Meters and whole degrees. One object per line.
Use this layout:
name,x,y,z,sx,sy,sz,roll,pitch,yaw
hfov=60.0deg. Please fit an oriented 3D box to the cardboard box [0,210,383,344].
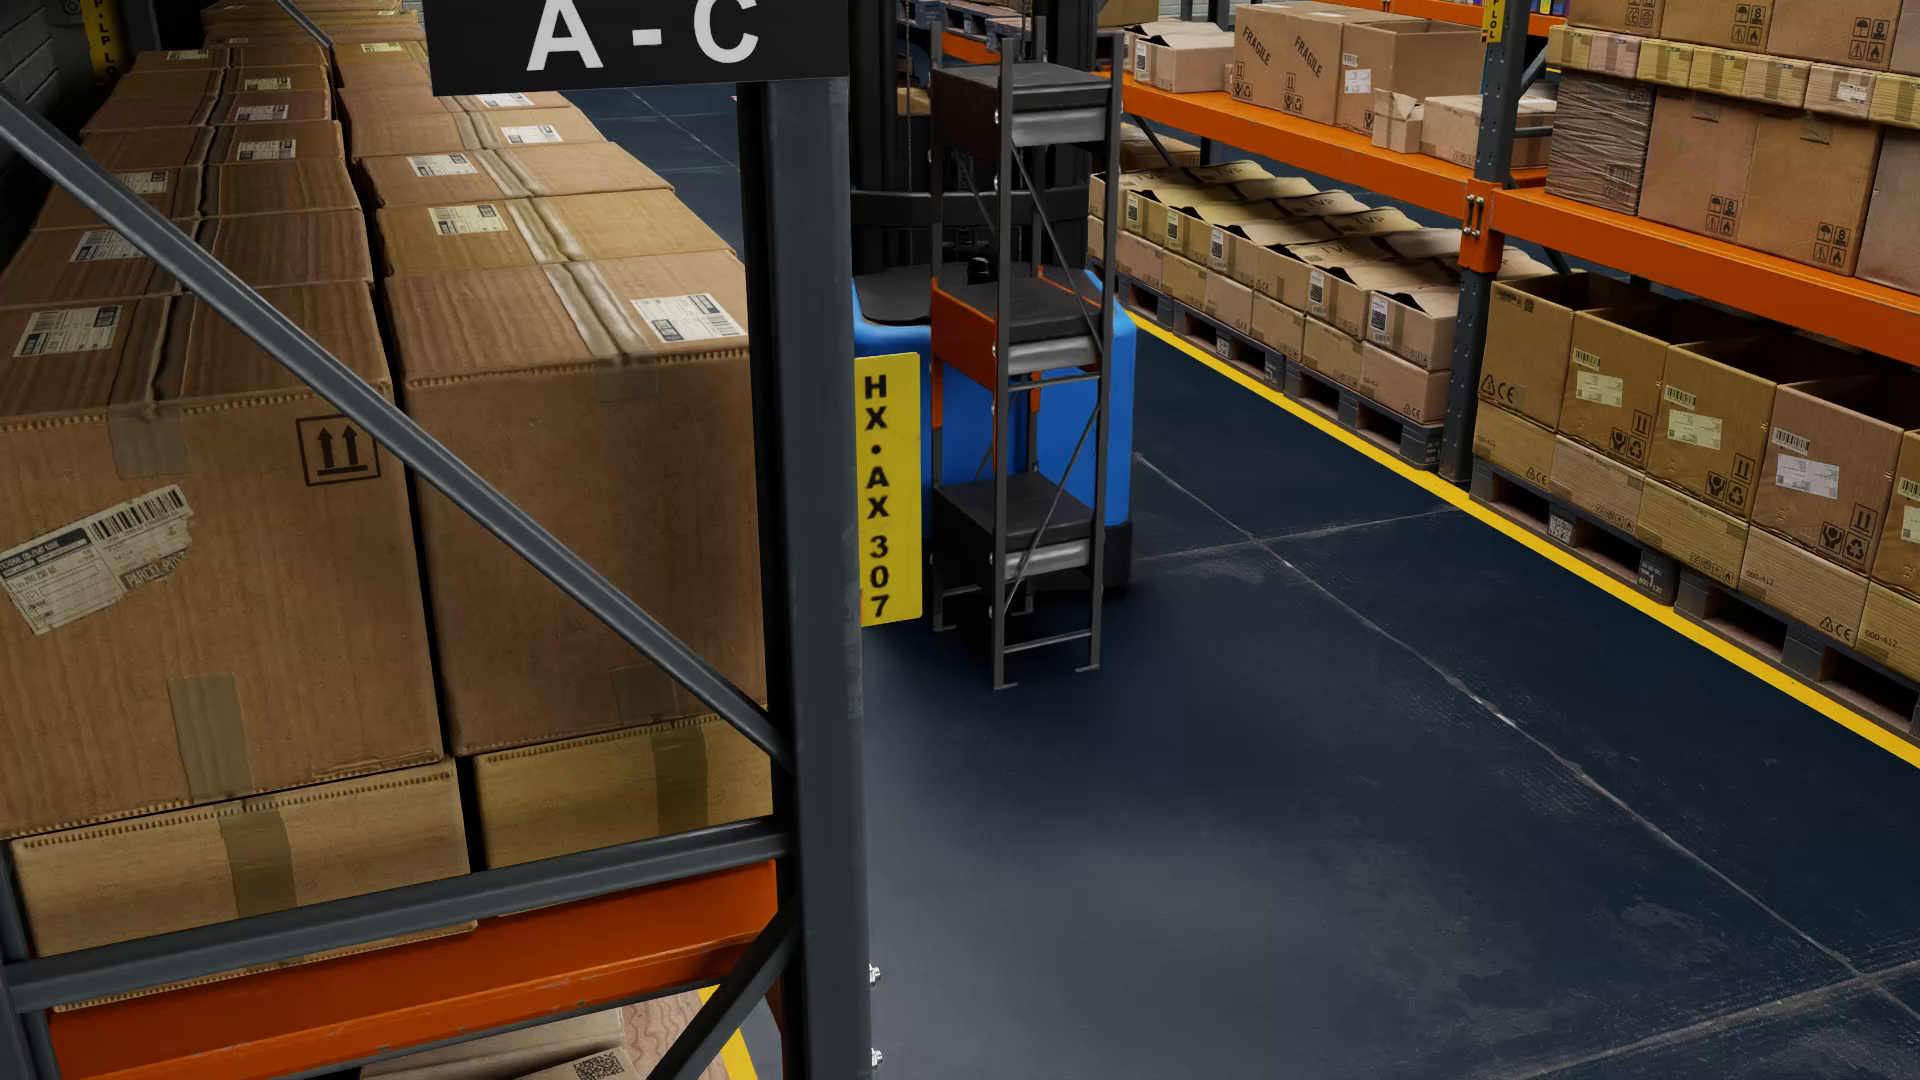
cardboard box,-1.134,-0.191,2.543,0.500,0.500,0.500,-8,24,-18

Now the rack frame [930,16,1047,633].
rack frame,0.087,-0.667,5.619,0.400,2.100,0.015,-10,25,-23

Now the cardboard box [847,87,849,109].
cardboard box,-0.938,-4.024,15.332,0.500,0.311,0.500,-8,24,-19

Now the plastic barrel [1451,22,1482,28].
plastic barrel,4.605,-4.325,15.310,0.600,0.901,0.708,-8,24,-19

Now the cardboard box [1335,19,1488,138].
cardboard box,2.178,-2.232,8.055,0.500,0.500,0.500,-7,24,-15

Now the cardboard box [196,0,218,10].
cardboard box,-3.840,-2.814,9.026,0.500,0.500,0.500,-8,24,-19

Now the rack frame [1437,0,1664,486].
rack frame,2.620,-1.713,6.953,1.000,3.000,0.127,-8,24,-19

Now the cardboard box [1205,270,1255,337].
cardboard box,1.666,-1.306,8.985,0.500,0.250,0.500,-8,24,-18

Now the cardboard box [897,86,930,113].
cardboard box,-0.263,-3.462,13.753,0.500,0.500,0.500,-9,25,-21

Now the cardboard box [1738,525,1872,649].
cardboard box,3.026,0.116,5.612,0.500,0.250,0.500,-8,24,-19

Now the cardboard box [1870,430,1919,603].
cardboard box,3.198,-0.047,5.034,0.500,0.500,0.500,-8,24,-19

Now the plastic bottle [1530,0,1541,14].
plastic bottle,4.767,-4.505,13.640,0.144,0.351,0.185,-8,24,-19

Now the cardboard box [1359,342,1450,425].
cardboard box,2.202,-0.751,7.669,0.500,0.250,0.500,-9,24,-20

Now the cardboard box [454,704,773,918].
cardboard box,-0.475,0.260,2.438,0.500,0.250,0.500,-9,25,-21

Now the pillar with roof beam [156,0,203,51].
pillar with roof beam,-1.868,-7.430,12.792,9.100,9.000,0.400,-8,24,-19

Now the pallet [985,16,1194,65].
pallet,0.902,-3.315,11.000,1.213,0.211,1.003,-8,24,-19

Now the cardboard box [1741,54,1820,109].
cardboard box,2.896,-1.563,5.633,0.380,0.149,0.250,-9,25,-21

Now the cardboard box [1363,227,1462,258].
cardboard box,2.351,-1.453,8.613,0.500,0.311,0.500,-9,25,-21

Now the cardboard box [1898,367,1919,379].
cardboard box,3.524,-0.303,5.640,0.500,0.500,0.500,-8,24,-19

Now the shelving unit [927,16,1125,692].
shelving unit,0.191,-0.580,5.417,0.431,2.100,0.503,-10,25,-23

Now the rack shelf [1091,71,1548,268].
rack shelf,1.913,-2.109,8.817,1.077,0.370,4.000,-8,24,-19

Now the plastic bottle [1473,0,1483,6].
plastic bottle,4.473,-4.730,14.261,0.061,0.283,0.133,-8,24,-19

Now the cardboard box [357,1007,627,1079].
cardboard box,-0.962,0.986,3.443,0.500,0.311,0.500,-6,24,-15

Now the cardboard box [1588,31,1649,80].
cardboard box,2.622,-1.843,6.297,0.380,0.149,0.250,-8,24,-18

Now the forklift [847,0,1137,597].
forklift,-0.053,-1.672,6.942,1.130,2.935,3.031,-3,23,-6

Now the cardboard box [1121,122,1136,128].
cardboard box,0.951,-2.795,12.170,0.500,0.500,0.500,-9,24,-20

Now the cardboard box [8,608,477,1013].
cardboard box,-0.946,0.338,2.254,0.500,0.250,0.500,-8,24,-18

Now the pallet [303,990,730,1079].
pallet,-0.881,1.378,3.208,1.003,0.211,1.213,-8,24,-19

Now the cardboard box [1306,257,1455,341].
cardboard box,2.019,-1.194,7.999,0.500,0.311,0.500,-8,24,-18

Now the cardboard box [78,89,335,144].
cardboard box,-1.692,-0.748,3.865,0.500,0.500,0.500,-8,24,-18

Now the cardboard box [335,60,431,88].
cardboard box,-1.375,-1.008,4.481,0.500,0.500,0.500,-8,24,-19

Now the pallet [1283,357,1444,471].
pallet,2.323,-0.691,8.117,1.003,0.211,1.213,-8,24,-19

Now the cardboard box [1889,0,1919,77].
cardboard box,3.315,-1.650,5.003,0.700,0.500,0.500,-8,24,-19

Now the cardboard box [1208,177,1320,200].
cardboard box,1.812,-2.007,9.928,0.500,0.311,0.500,-9,24,-20

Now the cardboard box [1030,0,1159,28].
cardboard box,0.879,-3.620,10.806,0.700,0.500,0.500,-18,29,-36

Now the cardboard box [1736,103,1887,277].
cardboard box,3.149,-1.225,5.667,0.700,0.500,0.500,-8,24,-18

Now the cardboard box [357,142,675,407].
cardboard box,-0.829,-0.449,3.155,0.500,0.500,0.500,-9,25,-21

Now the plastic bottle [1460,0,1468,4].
plastic bottle,4.415,-4.772,14.466,0.097,0.201,0.097,0,23,0

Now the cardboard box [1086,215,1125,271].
cardboard box,1.117,-1.863,10.307,0.500,0.250,0.500,-8,24,-19

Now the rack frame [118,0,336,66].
rack frame,-2.013,-1.032,5.337,1.000,3.000,0.127,-8,24,-19

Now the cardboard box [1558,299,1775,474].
cardboard box,2.675,-0.593,6.330,0.500,0.500,0.500,-8,24,-19

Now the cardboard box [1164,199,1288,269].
cardboard box,1.489,-1.746,9.307,0.500,0.311,0.500,-9,24,-20

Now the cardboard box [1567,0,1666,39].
cardboard box,2.783,-2.197,6.301,0.700,0.500,0.500,-8,24,-19

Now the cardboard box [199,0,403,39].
cardboard box,-2.613,-1.910,6.724,0.700,0.500,0.500,-5,23,-12

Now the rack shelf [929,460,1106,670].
rack shelf,0.189,0.076,5.699,0.431,0.518,0.480,-10,25,-23

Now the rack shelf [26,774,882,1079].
rack shelf,-1.307,0.026,3.753,1.077,0.370,4.000,-8,24,-19

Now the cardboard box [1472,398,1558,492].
cardboard box,2.500,-0.430,6.907,0.500,0.250,0.500,-8,24,-19

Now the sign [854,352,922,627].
sign,-0.092,-0.052,1.897,0.100,0.325,0.005,-8,24,-19

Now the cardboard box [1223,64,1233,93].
cardboard box,1.710,-2.595,9.369,0.380,0.149,0.250,-7,24,-15
